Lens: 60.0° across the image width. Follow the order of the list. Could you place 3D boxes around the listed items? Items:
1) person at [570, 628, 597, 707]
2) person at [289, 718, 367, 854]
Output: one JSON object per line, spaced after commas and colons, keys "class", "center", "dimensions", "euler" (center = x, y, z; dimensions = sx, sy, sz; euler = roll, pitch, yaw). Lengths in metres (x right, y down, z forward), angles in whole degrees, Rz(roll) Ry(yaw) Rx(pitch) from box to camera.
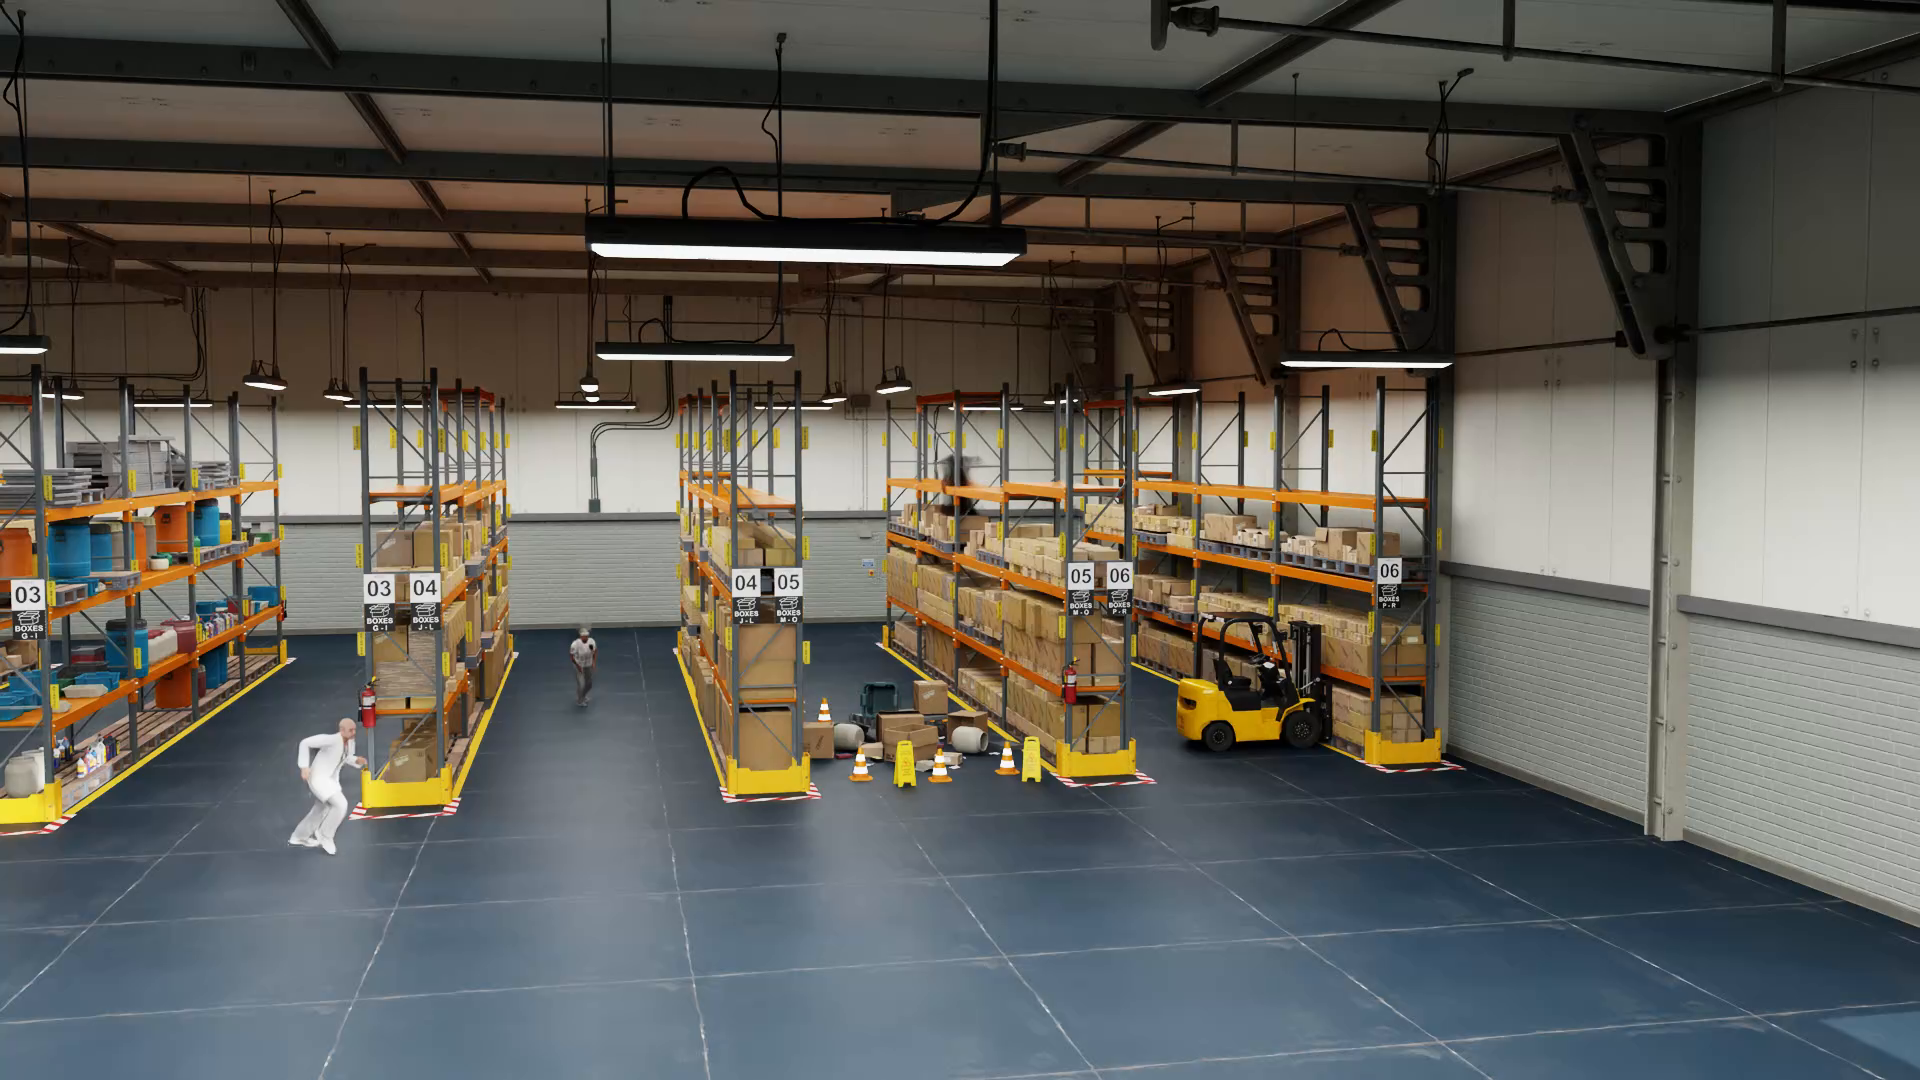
{"class": "person", "center": [-7.102, 2.380, 31.357], "dimensions": [0.604, 1.514, 0.850], "euler": [-3, 4, -39]}
{"class": "person", "center": [-7.711, 2.992, 20.178], "dimensions": [1.044, 1.677, 0.752], "euler": [1, 4, 15]}
